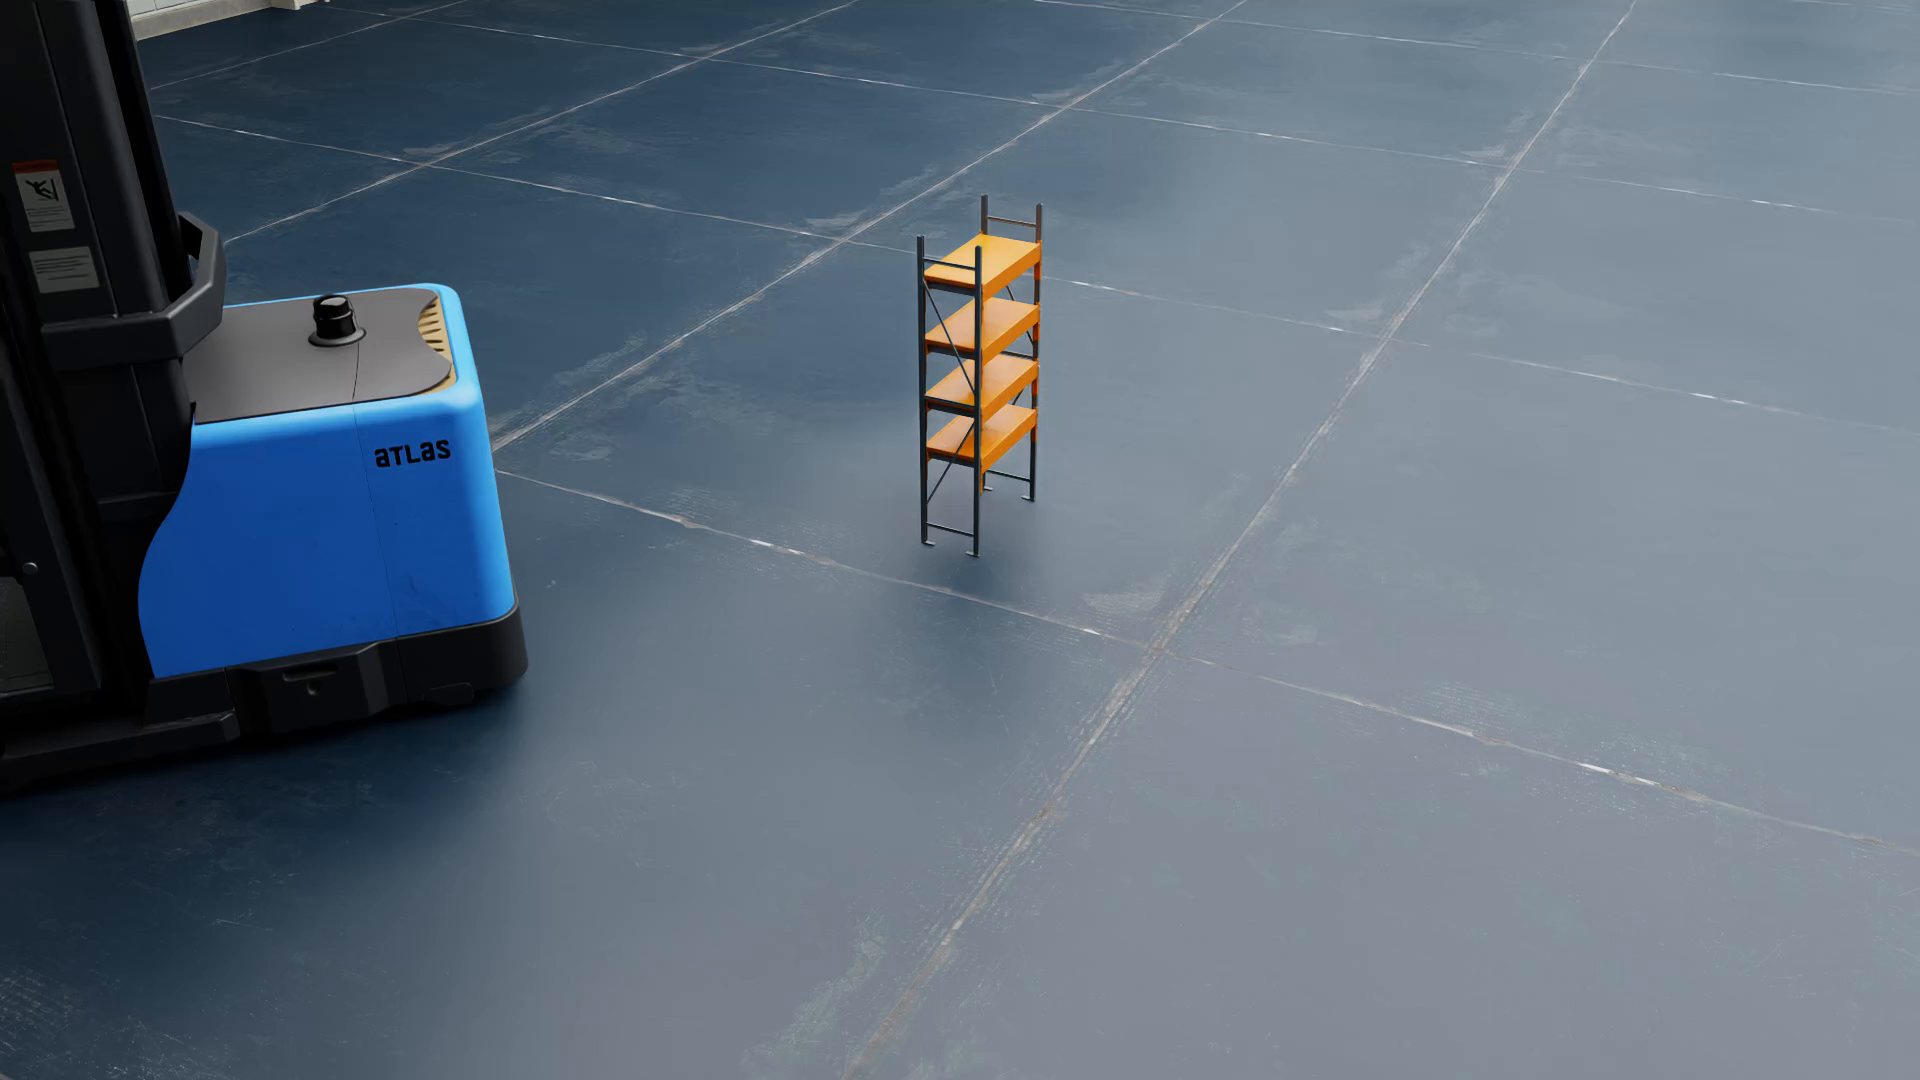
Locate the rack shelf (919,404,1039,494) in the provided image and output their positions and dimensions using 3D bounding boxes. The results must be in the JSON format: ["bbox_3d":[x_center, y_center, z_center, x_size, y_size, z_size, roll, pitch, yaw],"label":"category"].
[{"bbox_3d":[0.075,-0.363,6.211,0.258,0.148,0.480,14,33,23],"label":"rack shelf"}]

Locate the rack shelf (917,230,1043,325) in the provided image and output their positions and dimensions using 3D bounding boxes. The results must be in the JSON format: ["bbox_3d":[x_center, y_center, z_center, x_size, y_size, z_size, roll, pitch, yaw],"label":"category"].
[{"bbox_3d":[0.075,-0.934,5.883,0.258,0.148,0.480,14,33,23],"label":"rack shelf"}]

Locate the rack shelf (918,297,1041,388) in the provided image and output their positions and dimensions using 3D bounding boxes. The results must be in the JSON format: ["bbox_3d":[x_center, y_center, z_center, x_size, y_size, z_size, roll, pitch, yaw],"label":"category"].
[{"bbox_3d":[0.075,-0.729,6.001,0.258,0.148,0.480,14,33,23],"label":"rack shelf"}]

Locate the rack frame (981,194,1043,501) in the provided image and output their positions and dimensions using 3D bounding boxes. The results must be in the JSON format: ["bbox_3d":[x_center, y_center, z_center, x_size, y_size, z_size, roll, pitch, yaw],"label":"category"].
[{"bbox_3d":[0.187,-0.702,6.267,0.240,1.200,0.015,14,33,23],"label":"rack frame"}]

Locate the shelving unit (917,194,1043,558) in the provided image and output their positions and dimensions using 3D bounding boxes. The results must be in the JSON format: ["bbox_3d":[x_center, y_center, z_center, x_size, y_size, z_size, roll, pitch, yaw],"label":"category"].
[{"bbox_3d":[0.075,-0.594,6.079,0.258,1.200,0.503,14,33,23],"label":"shelving unit"}]

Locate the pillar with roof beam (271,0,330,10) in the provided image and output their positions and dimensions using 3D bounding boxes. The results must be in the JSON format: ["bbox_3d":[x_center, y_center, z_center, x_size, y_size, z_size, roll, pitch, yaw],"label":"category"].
[{"bbox_3d":[-1.828,-7.526,10.319,9.100,9.000,0.400,14,33,23],"label":"pillar with roof beam"}]

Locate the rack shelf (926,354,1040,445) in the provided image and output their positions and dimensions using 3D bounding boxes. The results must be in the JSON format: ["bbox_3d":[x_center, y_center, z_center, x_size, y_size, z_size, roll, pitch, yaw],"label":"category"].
[{"bbox_3d":[0.075,-0.535,6.113,0.258,0.148,0.480,14,33,23],"label":"rack shelf"}]

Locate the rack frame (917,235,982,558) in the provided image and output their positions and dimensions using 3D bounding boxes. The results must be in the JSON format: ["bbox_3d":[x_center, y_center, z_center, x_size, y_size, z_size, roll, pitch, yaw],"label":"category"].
[{"bbox_3d":[-0.036,-0.486,5.891,0.240,1.200,0.015,14,33,23],"label":"rack frame"}]

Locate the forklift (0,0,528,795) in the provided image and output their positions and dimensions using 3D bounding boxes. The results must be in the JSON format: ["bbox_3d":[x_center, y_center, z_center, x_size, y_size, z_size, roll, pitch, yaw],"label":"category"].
[{"bbox_3d":[-2.973,-0.757,4.625,3.031,2.935,1.130,-10,31,-17],"label":"forklift"}]
